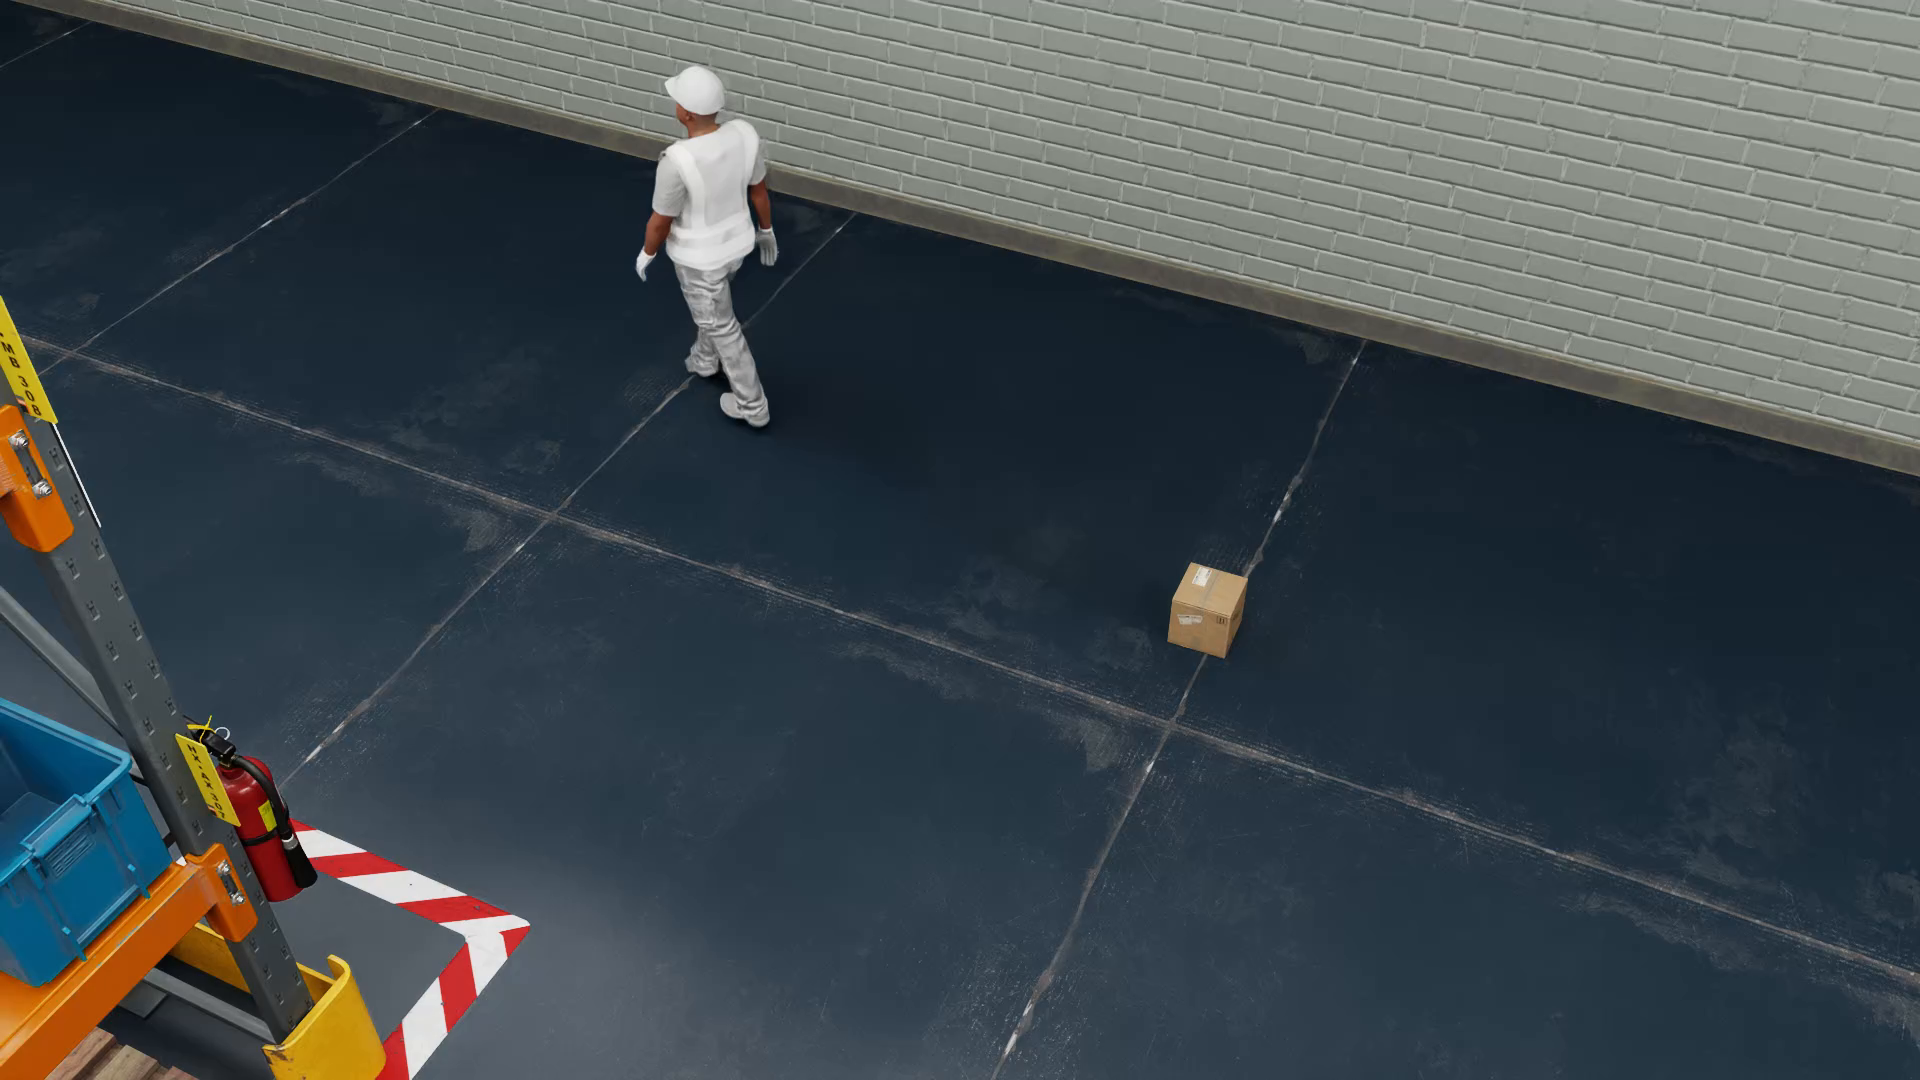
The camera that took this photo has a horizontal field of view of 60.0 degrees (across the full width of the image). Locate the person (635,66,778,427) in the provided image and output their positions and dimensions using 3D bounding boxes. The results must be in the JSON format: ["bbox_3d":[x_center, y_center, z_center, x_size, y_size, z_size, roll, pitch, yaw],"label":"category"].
[{"bbox_3d":[-1.205,-1.356,7.678,0.755,1.818,0.603,29,49,28],"label":"person"}]
